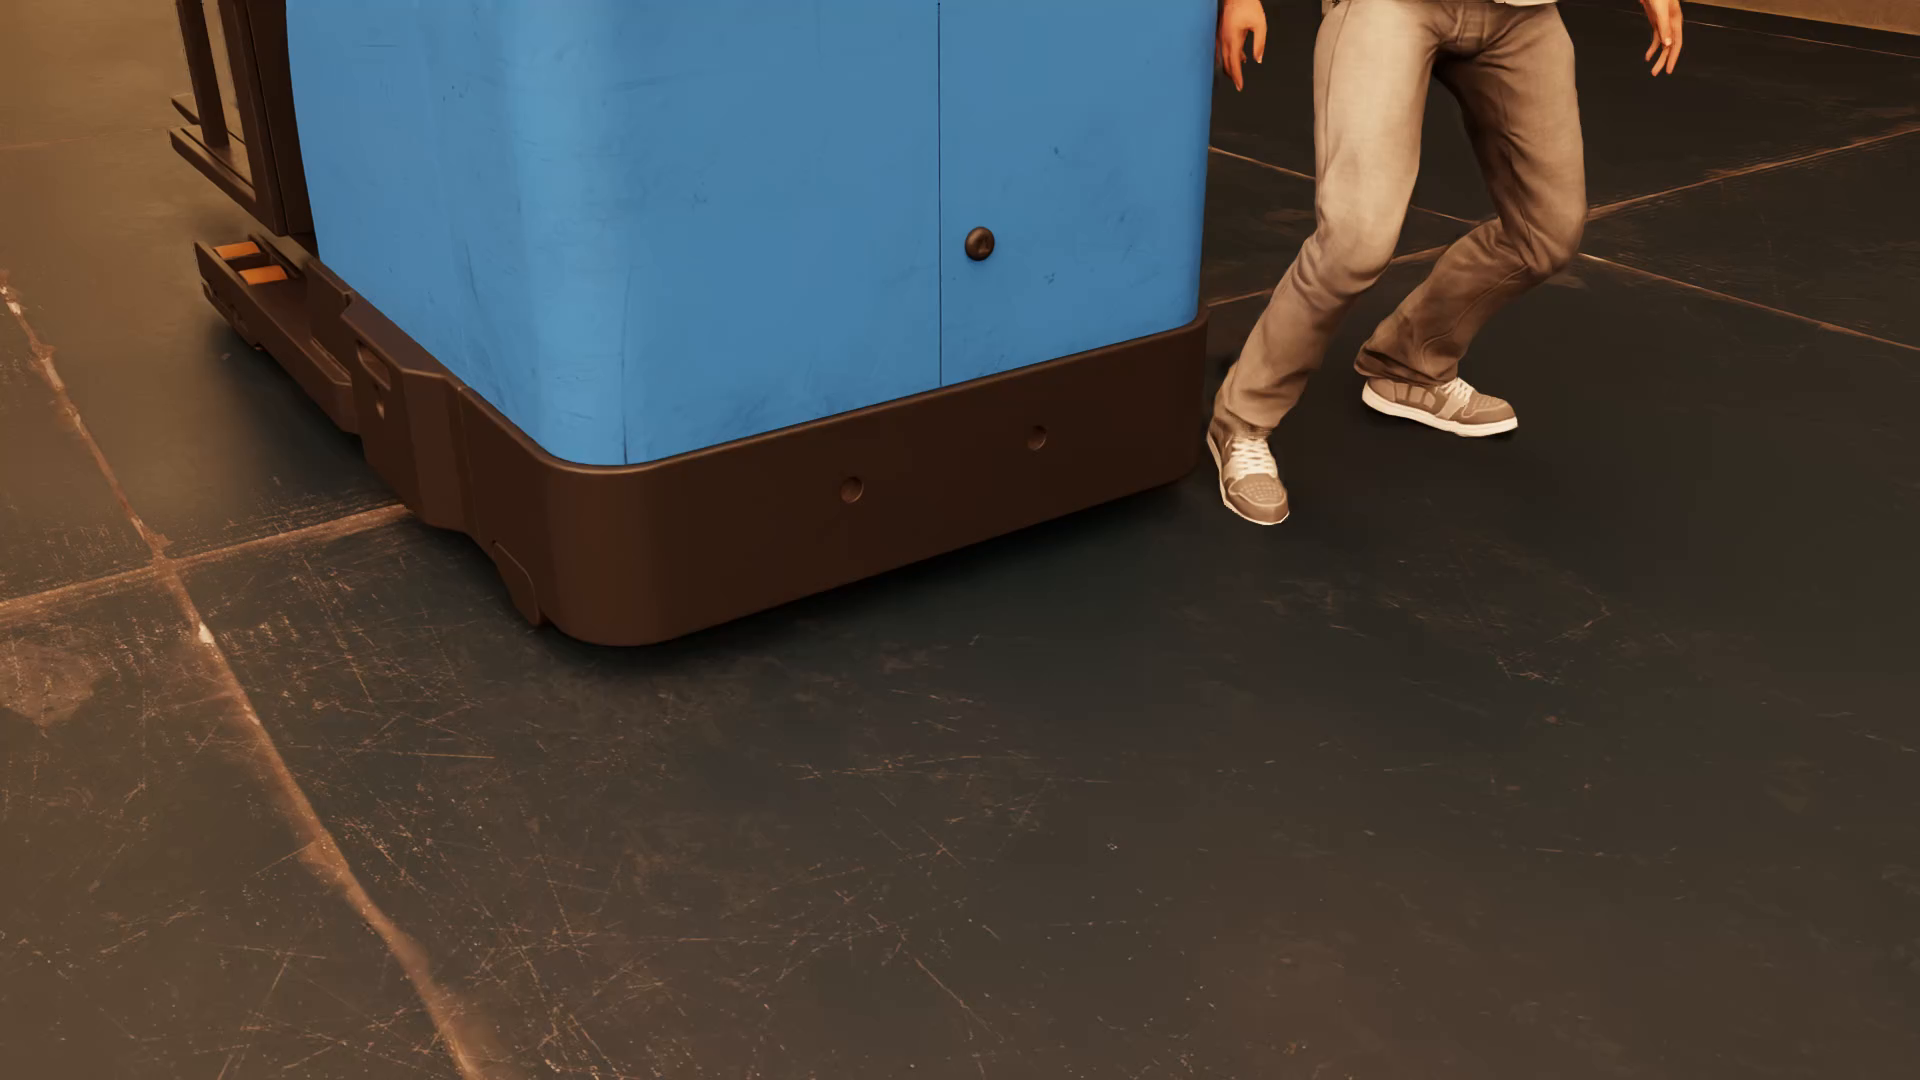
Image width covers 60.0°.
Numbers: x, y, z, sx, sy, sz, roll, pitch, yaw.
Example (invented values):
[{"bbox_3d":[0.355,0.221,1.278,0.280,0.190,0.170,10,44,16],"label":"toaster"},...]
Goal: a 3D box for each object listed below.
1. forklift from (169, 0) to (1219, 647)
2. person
[{"bbox_3d":[-0.883,-1.785,2.789,1.130,2.935,3.031,-17,31,-31],"label":"forklift"},{"bbox_3d":[0.685,-0.779,2.403,0.708,1.516,0.470,-9,28,-16],"label":"person"}]
